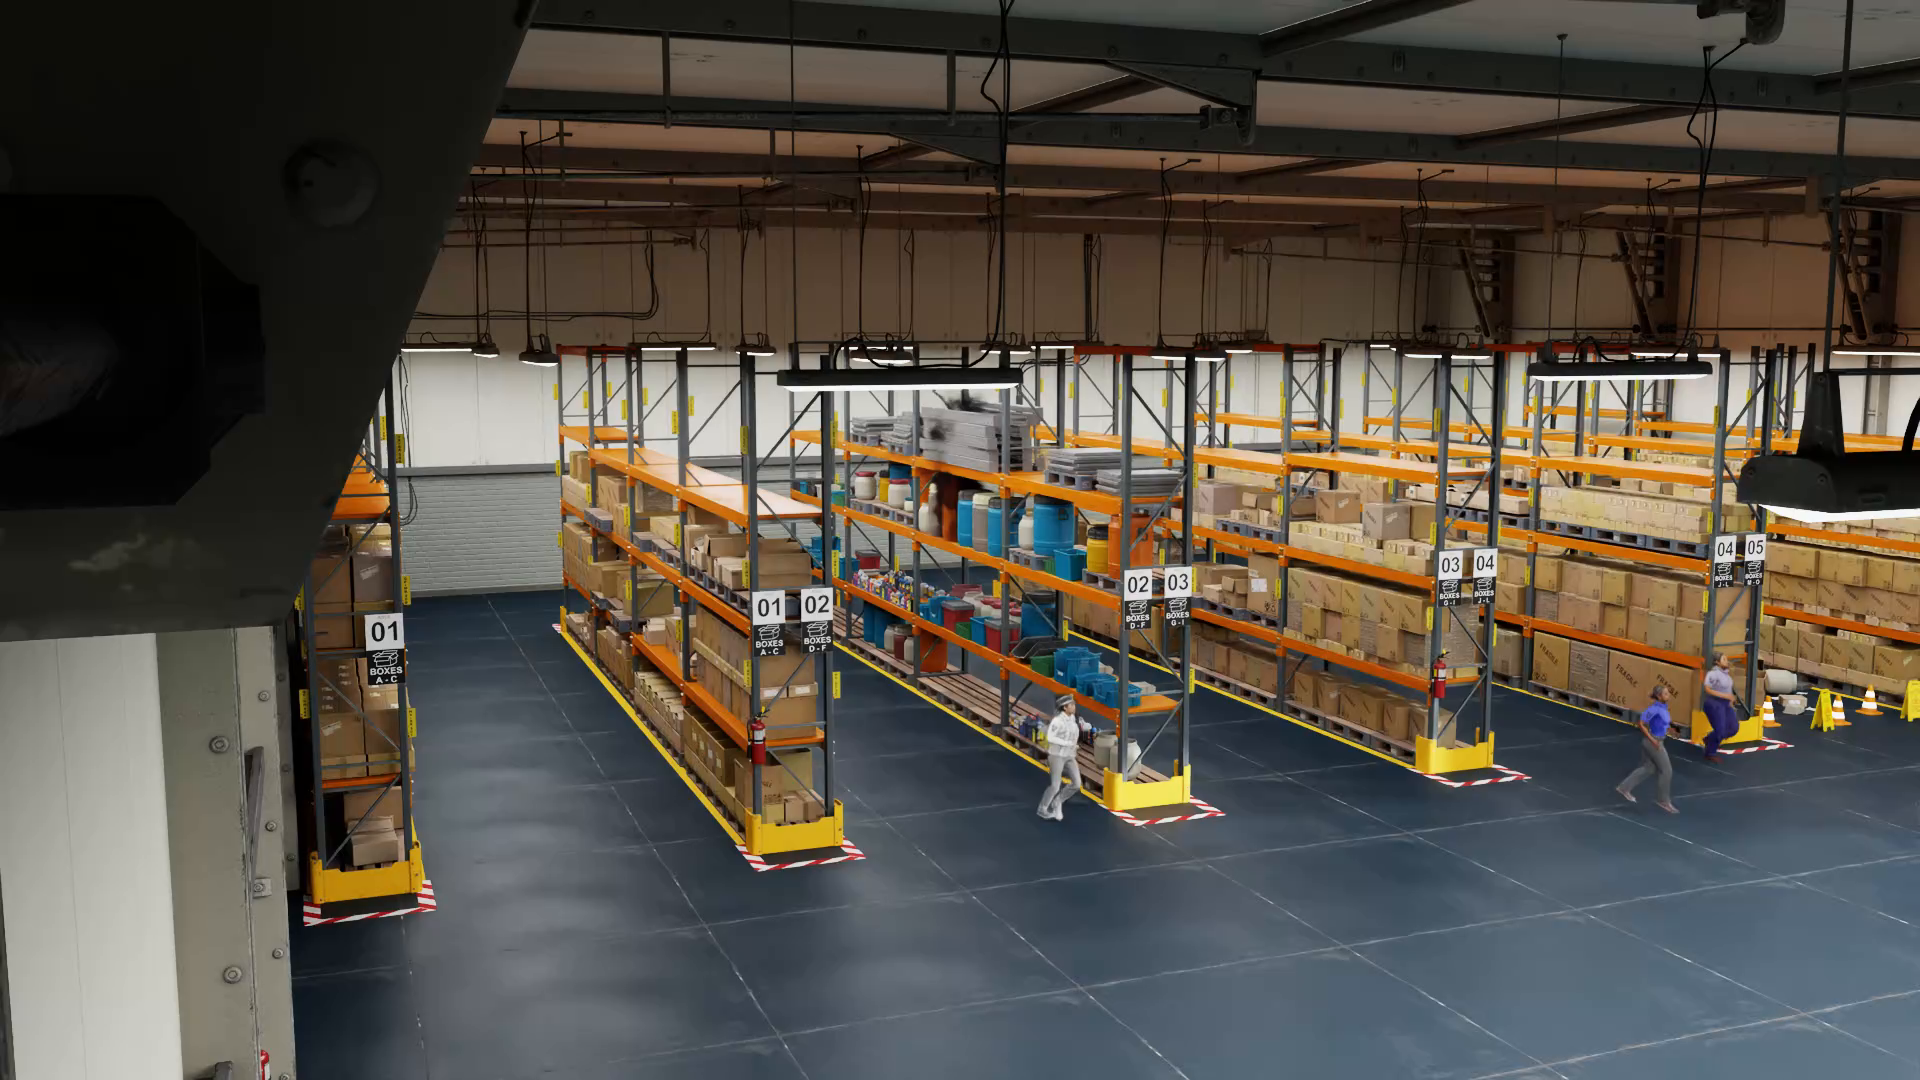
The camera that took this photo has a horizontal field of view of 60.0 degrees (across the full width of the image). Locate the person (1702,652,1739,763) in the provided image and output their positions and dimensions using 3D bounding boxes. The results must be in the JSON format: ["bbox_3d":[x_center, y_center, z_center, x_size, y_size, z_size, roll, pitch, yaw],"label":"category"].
[{"bbox_3d":[11.143,2.461,24.374,0.615,1.611,0.554,-6,10,-41],"label":"person"}]

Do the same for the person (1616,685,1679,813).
[{"bbox_3d":[9.113,2.737,21.964,0.789,1.700,0.579,3,8,25],"label":"person"}]

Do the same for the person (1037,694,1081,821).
[{"bbox_3d":[1.370,2.803,21.482,0.621,1.653,0.598,-7,10,-42],"label":"person"}]
